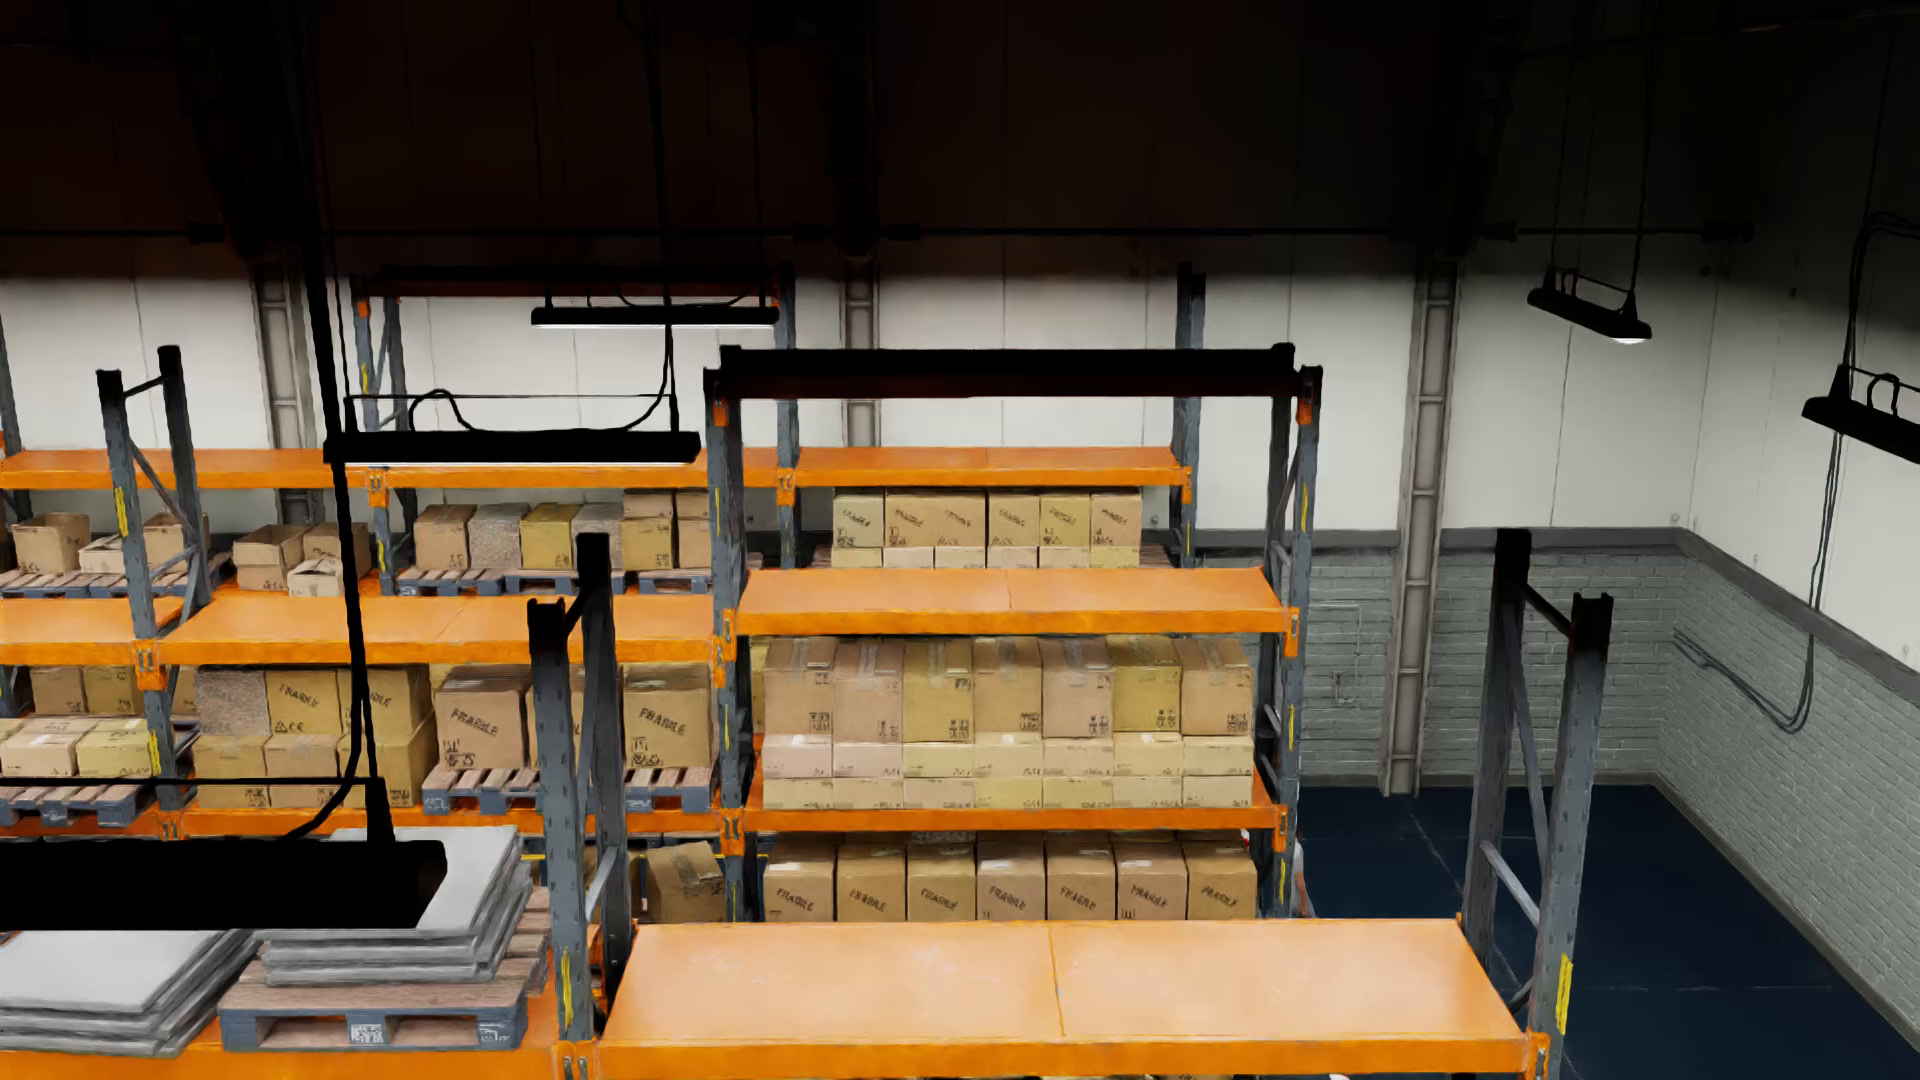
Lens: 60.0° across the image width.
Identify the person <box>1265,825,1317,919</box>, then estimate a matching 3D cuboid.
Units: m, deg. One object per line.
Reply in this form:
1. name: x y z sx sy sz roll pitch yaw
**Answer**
1. person: 2.912 3.143 14.869 1.109 1.590 0.446 1 16 2
